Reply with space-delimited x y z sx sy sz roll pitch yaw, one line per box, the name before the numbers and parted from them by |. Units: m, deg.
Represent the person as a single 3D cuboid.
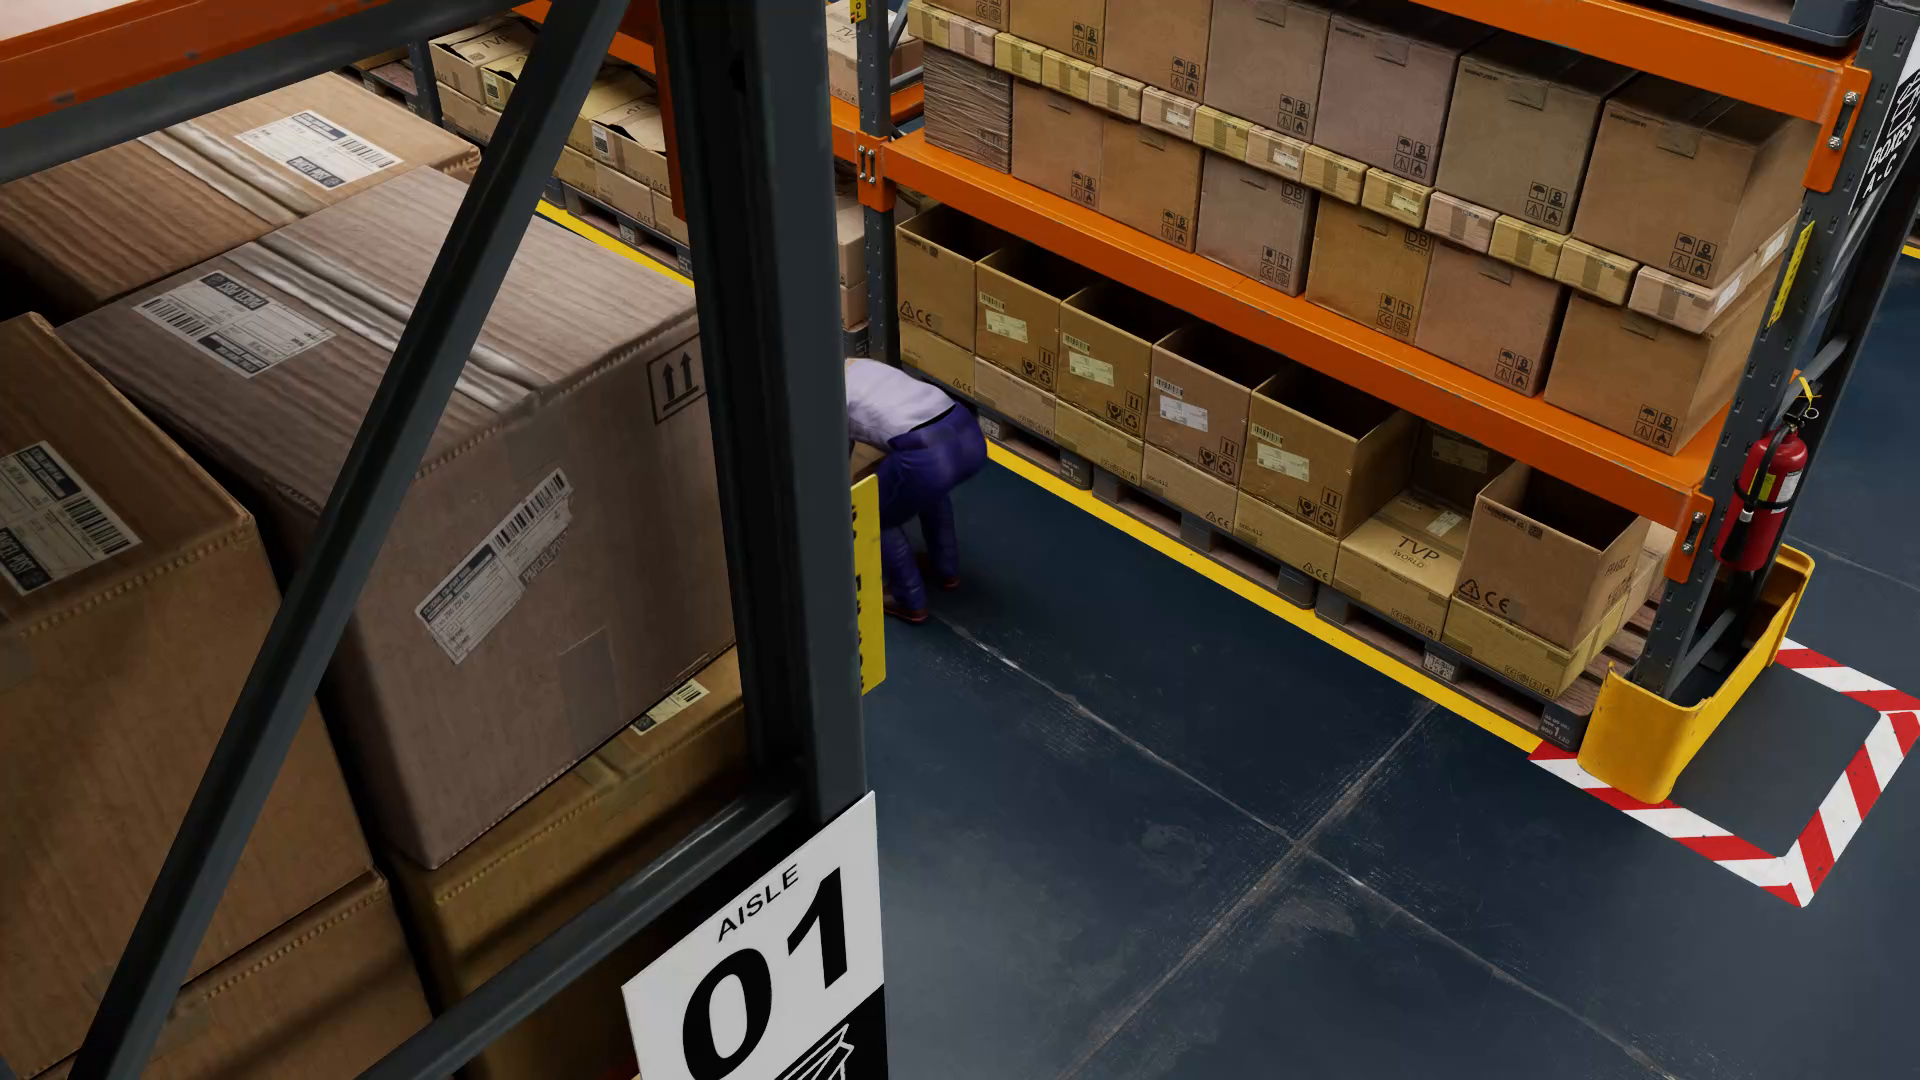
person | -0.315 -0.262 6.939 0.904 1.072 0.468 29 48 30
